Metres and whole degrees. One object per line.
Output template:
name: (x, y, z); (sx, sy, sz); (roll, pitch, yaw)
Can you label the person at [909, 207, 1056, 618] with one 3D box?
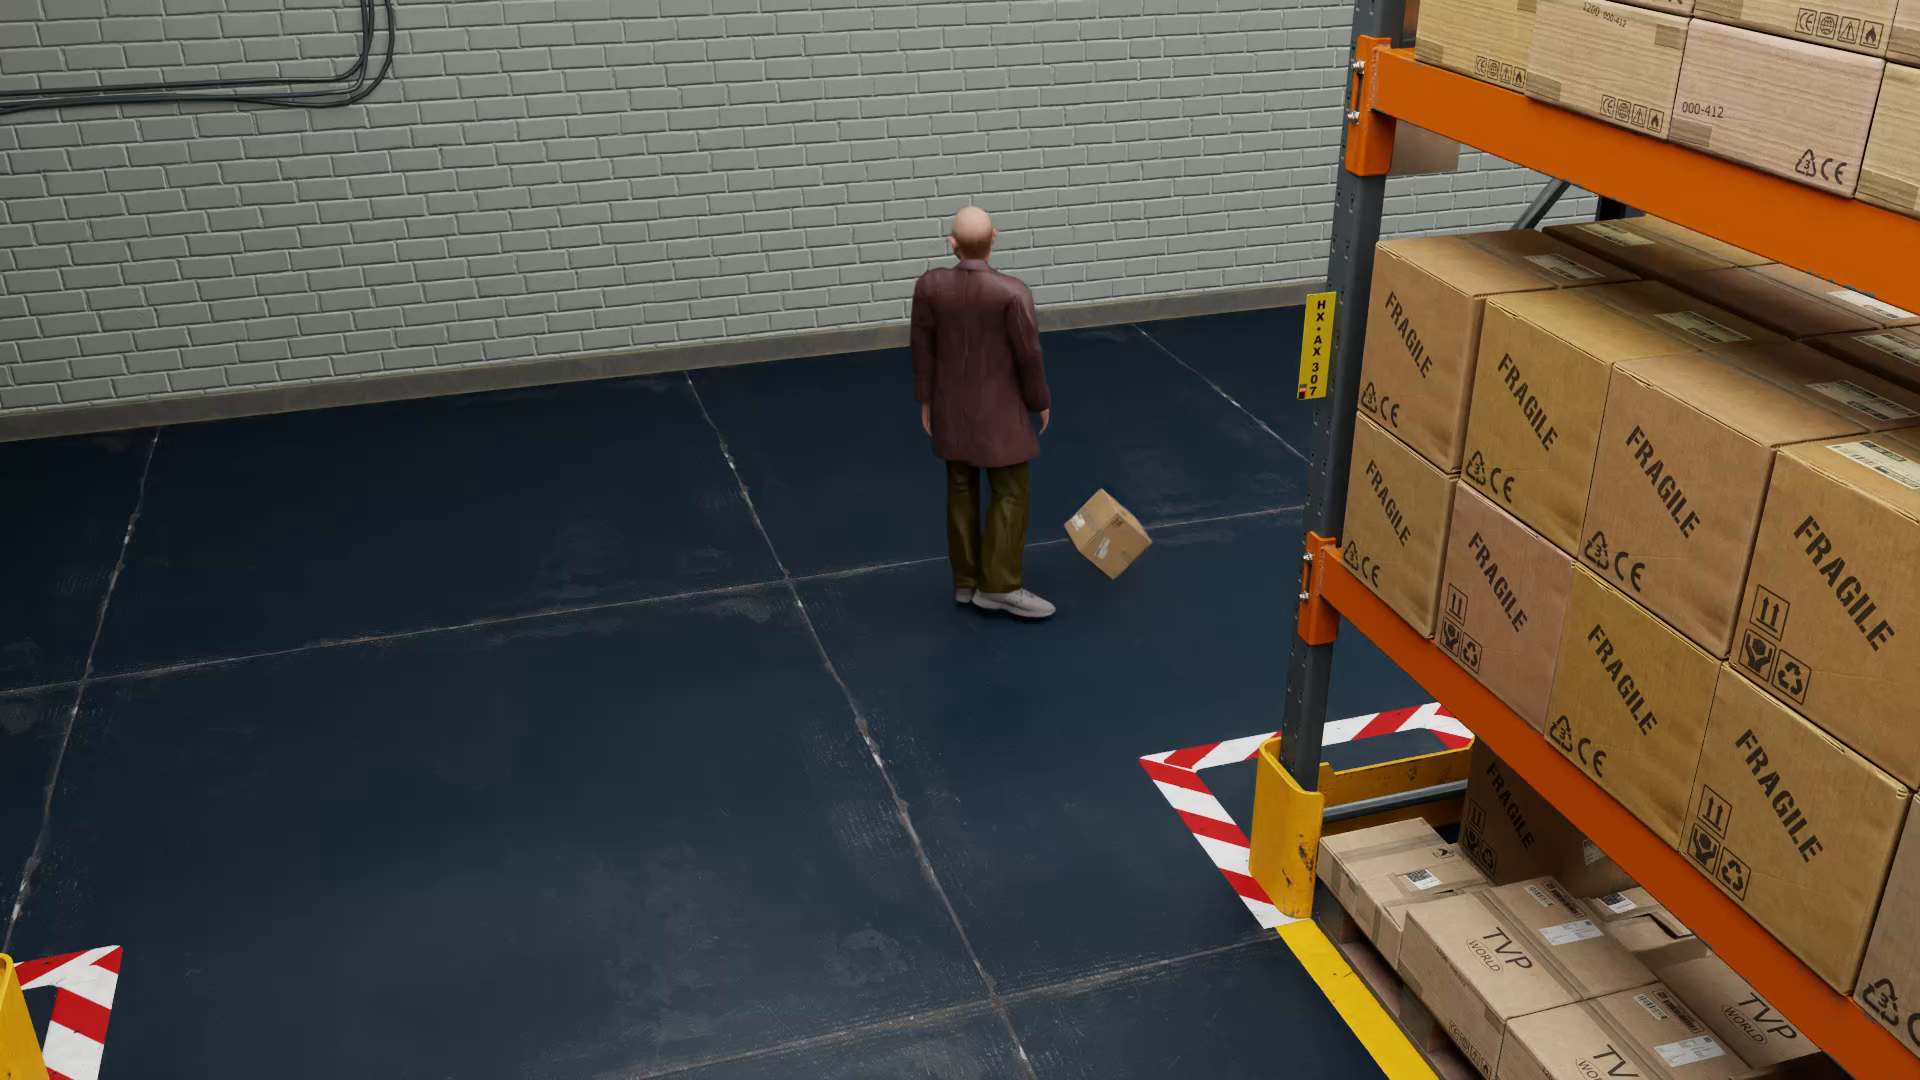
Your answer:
person: (0.131, -0.555, 7.230); (0.730, 1.776, 0.459); (12, 28, 23)
